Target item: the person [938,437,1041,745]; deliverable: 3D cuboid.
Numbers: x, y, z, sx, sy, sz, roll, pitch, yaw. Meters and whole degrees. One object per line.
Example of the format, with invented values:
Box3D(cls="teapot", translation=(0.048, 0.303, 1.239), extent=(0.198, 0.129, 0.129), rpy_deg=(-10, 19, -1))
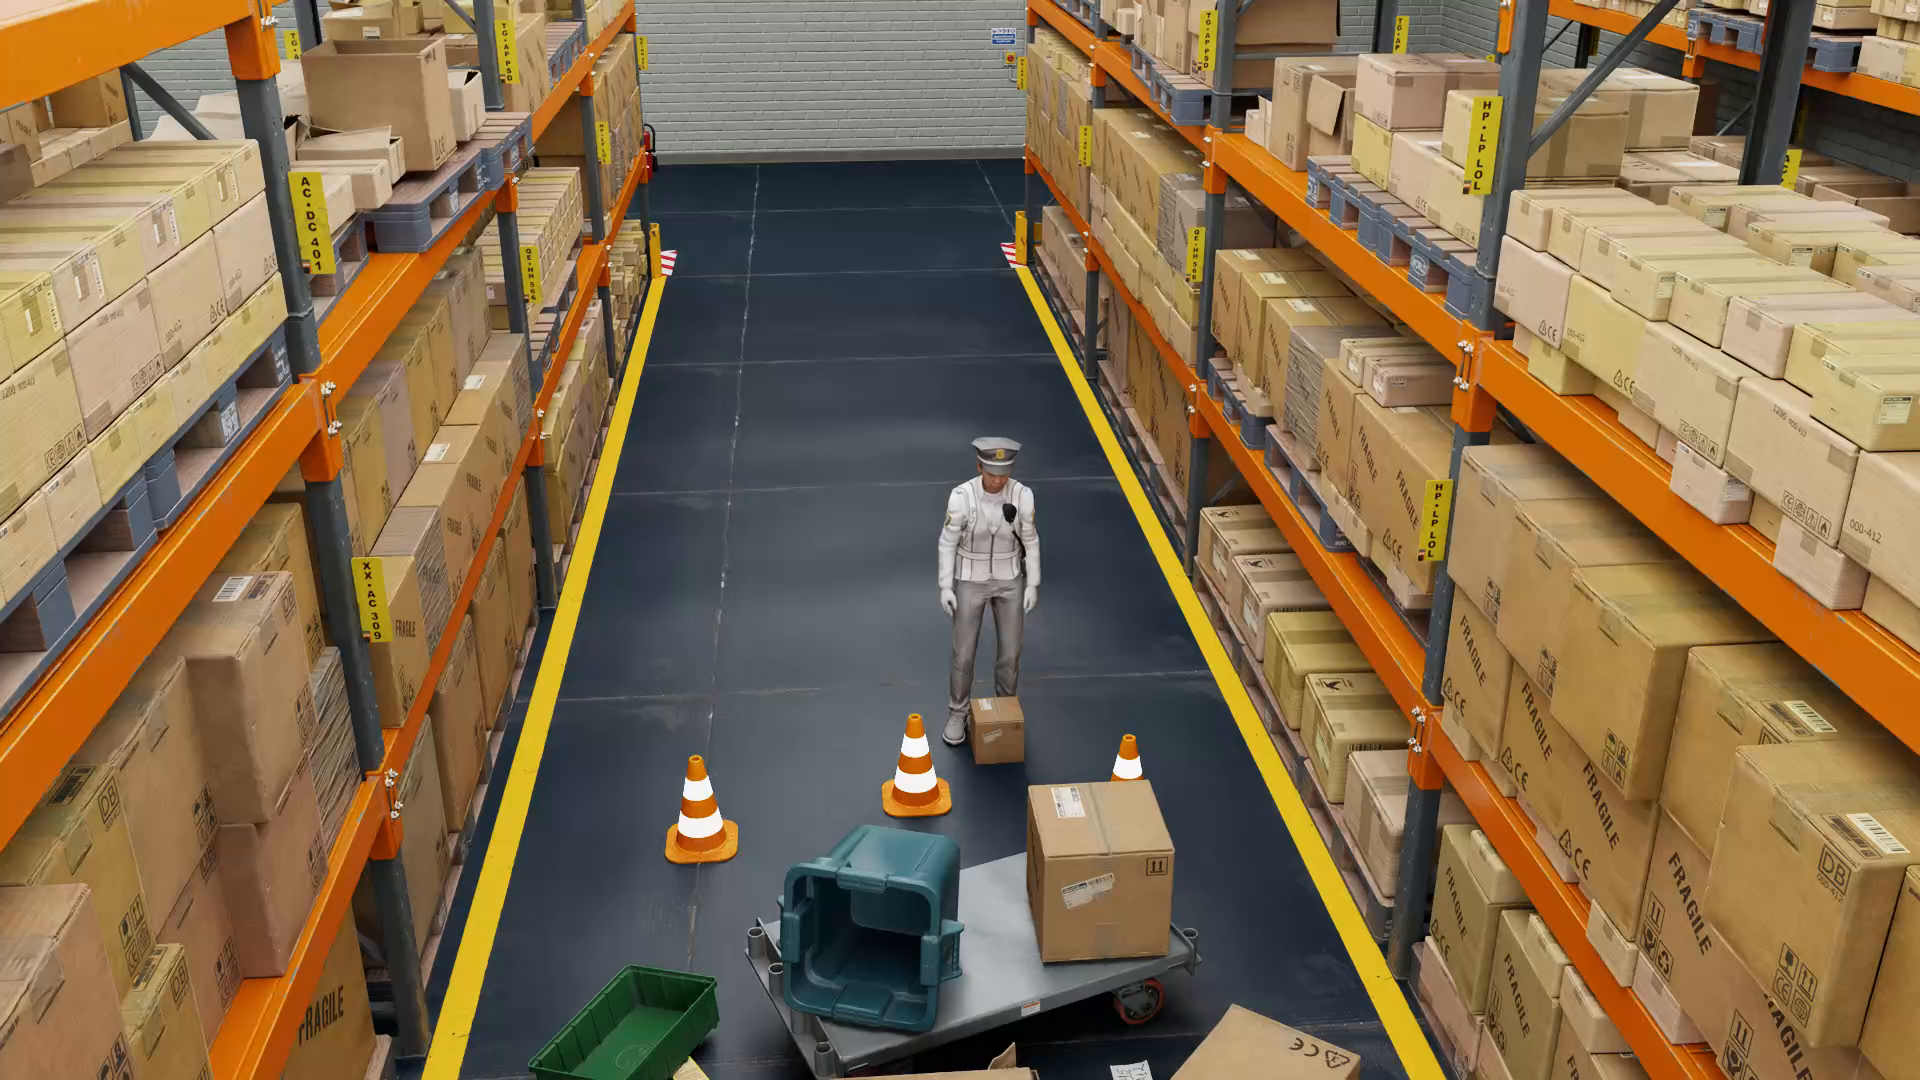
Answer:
Box3D(cls="person", translation=(0.154, 0.243, 8.548), extent=(0.532, 1.663, 0.373), rpy_deg=(-3, 24, -8))
